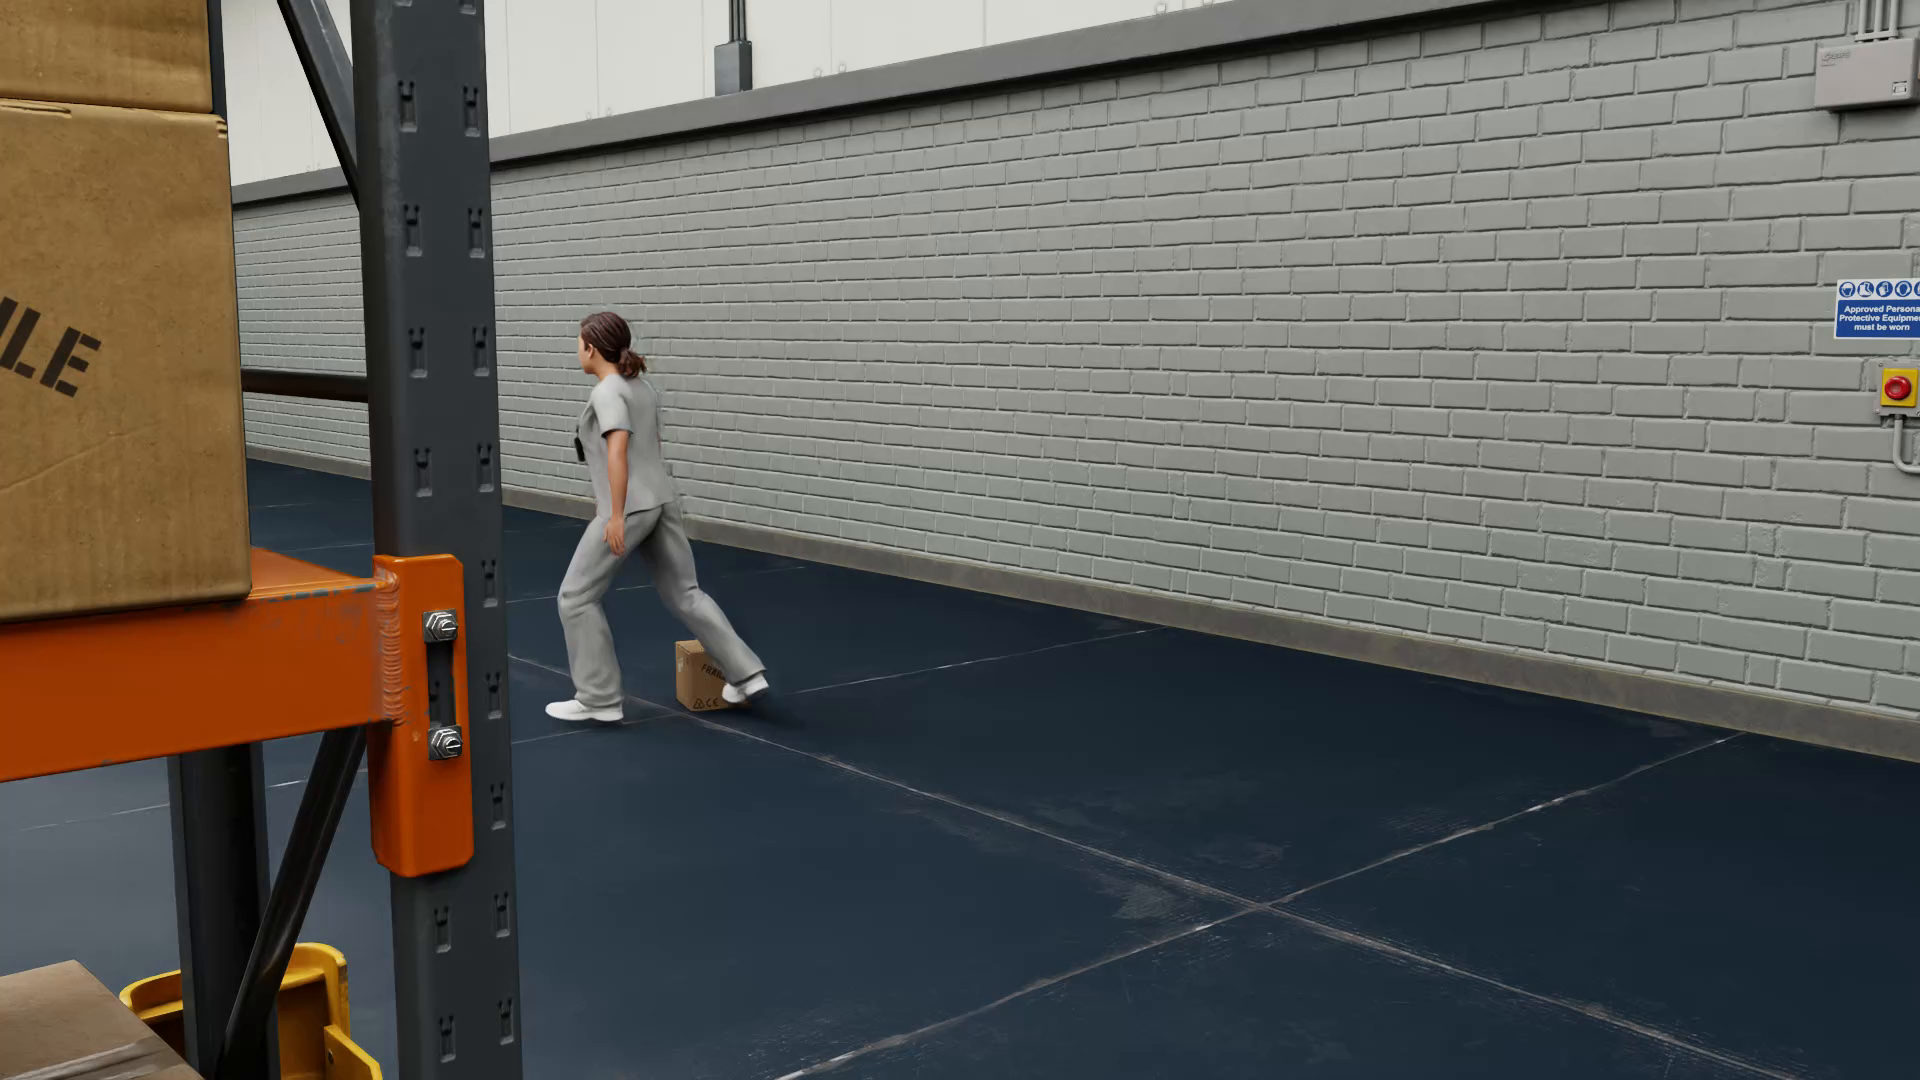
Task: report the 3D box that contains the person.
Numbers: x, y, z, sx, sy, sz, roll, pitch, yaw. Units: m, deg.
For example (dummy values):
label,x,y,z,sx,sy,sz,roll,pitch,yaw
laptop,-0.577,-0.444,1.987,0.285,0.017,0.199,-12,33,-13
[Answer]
label,x,y,z,sx,sy,sz,roll,pitch,yaw
person,-1.195,-0.088,6.568,0.825,1.616,0.562,3,8,19
